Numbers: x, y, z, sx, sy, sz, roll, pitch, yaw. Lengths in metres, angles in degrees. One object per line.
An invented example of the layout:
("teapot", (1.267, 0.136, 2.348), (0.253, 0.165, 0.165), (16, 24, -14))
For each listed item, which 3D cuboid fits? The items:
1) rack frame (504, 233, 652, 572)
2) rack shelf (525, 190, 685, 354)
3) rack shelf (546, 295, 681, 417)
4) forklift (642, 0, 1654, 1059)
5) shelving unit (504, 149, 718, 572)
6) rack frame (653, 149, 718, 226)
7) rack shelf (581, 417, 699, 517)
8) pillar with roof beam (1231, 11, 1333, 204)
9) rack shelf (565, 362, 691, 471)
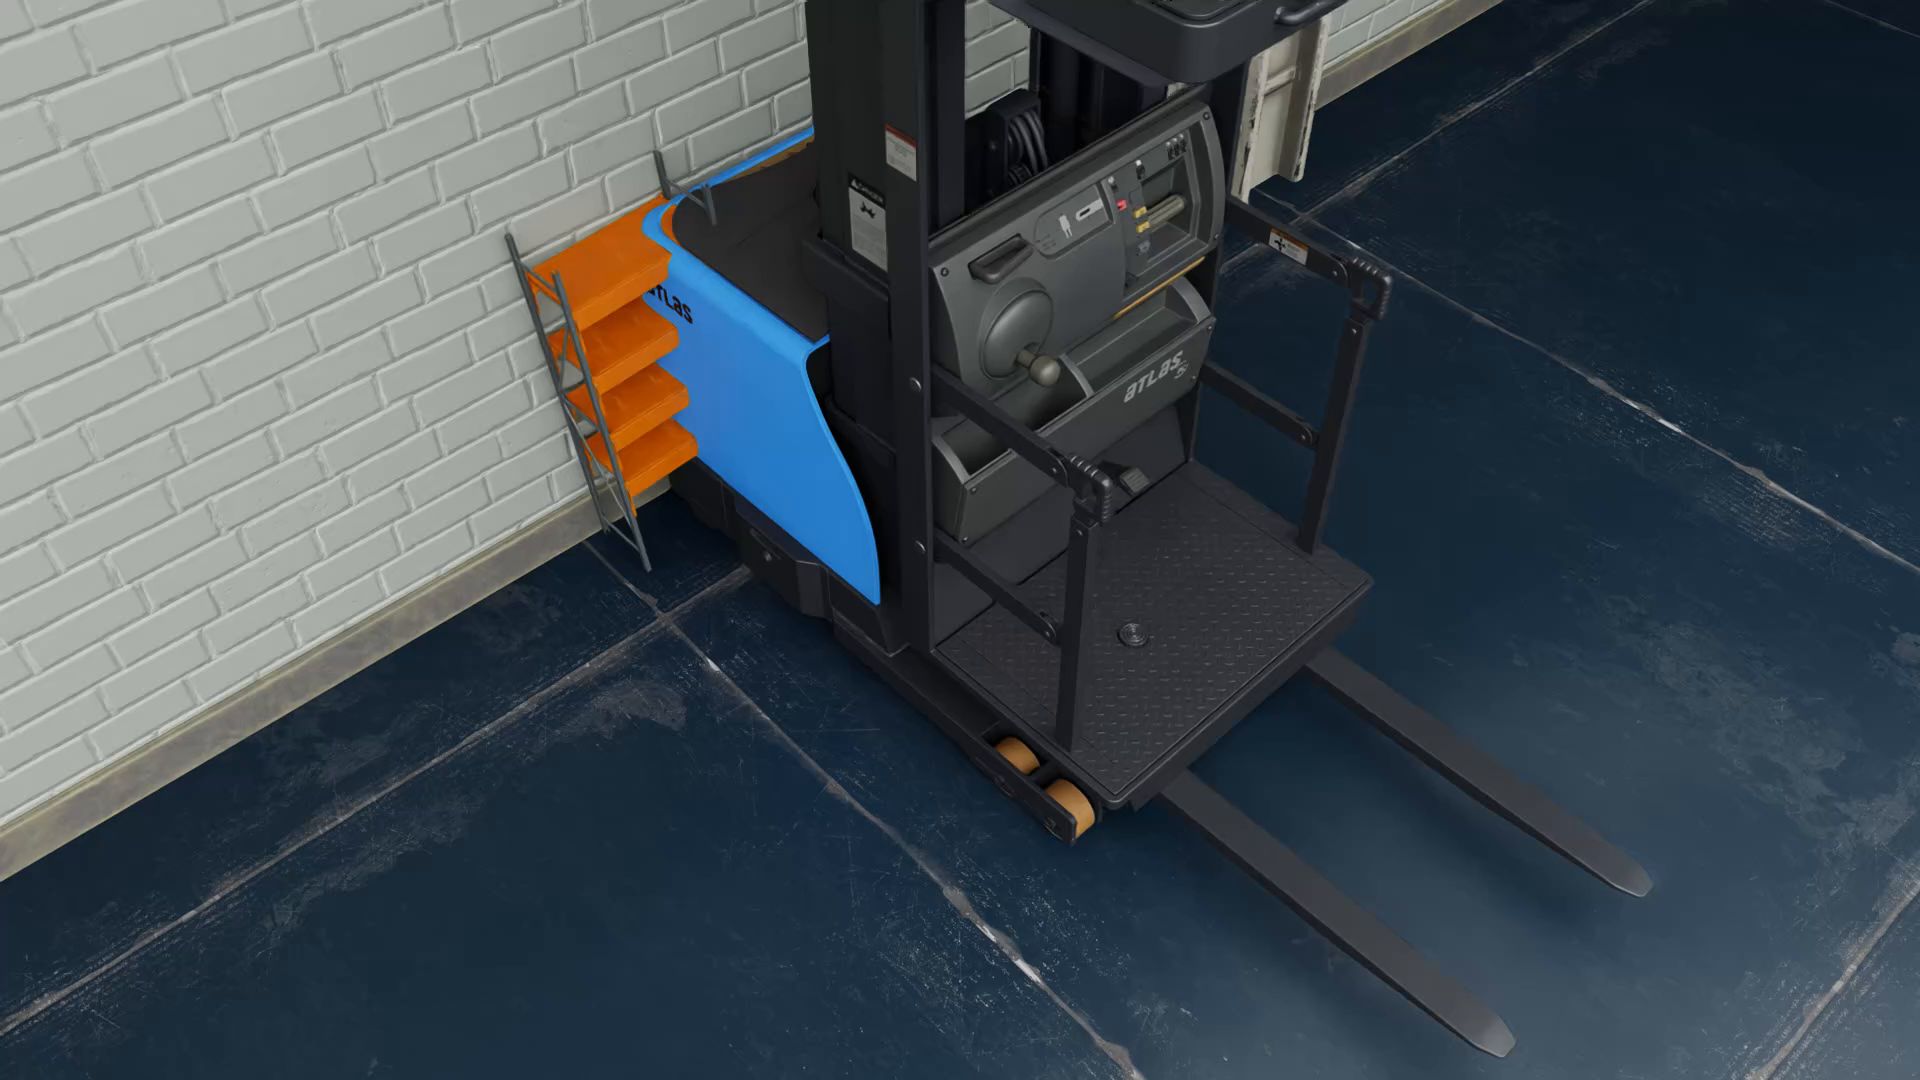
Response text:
("rack frame", (-1.079, -0.353, 4.775), (0.015, 1.200, 0.240), (-37, 56, -25))
("rack shelf", (-0.925, -0.743, 4.580), (0.480, 0.148, 0.258), (-37, 56, -25))
("rack shelf", (-0.911, -0.588, 4.758), (0.480, 0.148, 0.258), (-37, 56, -25))
("forklift", (0.449, -0.617, 3.825), (1.130, 2.935, 3.031), (-35, 56, -28))
("shelving unit", (-0.902, -0.486, 4.877), (0.503, 1.200, 0.258), (-37, 56, -25))
("rack frame", (-0.725, -0.620, 4.978), (0.015, 1.200, 0.240), (-37, 56, -25))
("rack shelf", (-0.886, -0.313, 5.077), (0.480, 0.148, 0.258), (-37, 56, -25))
("pillar with roof beam", (4.006, -2.131, 1.093), (0.400, 9.000, 9.100), (-34, 56, -27))
("rack shelf", (-0.898, -0.442, 4.927), (0.480, 0.148, 0.258), (-37, 56, -25))
